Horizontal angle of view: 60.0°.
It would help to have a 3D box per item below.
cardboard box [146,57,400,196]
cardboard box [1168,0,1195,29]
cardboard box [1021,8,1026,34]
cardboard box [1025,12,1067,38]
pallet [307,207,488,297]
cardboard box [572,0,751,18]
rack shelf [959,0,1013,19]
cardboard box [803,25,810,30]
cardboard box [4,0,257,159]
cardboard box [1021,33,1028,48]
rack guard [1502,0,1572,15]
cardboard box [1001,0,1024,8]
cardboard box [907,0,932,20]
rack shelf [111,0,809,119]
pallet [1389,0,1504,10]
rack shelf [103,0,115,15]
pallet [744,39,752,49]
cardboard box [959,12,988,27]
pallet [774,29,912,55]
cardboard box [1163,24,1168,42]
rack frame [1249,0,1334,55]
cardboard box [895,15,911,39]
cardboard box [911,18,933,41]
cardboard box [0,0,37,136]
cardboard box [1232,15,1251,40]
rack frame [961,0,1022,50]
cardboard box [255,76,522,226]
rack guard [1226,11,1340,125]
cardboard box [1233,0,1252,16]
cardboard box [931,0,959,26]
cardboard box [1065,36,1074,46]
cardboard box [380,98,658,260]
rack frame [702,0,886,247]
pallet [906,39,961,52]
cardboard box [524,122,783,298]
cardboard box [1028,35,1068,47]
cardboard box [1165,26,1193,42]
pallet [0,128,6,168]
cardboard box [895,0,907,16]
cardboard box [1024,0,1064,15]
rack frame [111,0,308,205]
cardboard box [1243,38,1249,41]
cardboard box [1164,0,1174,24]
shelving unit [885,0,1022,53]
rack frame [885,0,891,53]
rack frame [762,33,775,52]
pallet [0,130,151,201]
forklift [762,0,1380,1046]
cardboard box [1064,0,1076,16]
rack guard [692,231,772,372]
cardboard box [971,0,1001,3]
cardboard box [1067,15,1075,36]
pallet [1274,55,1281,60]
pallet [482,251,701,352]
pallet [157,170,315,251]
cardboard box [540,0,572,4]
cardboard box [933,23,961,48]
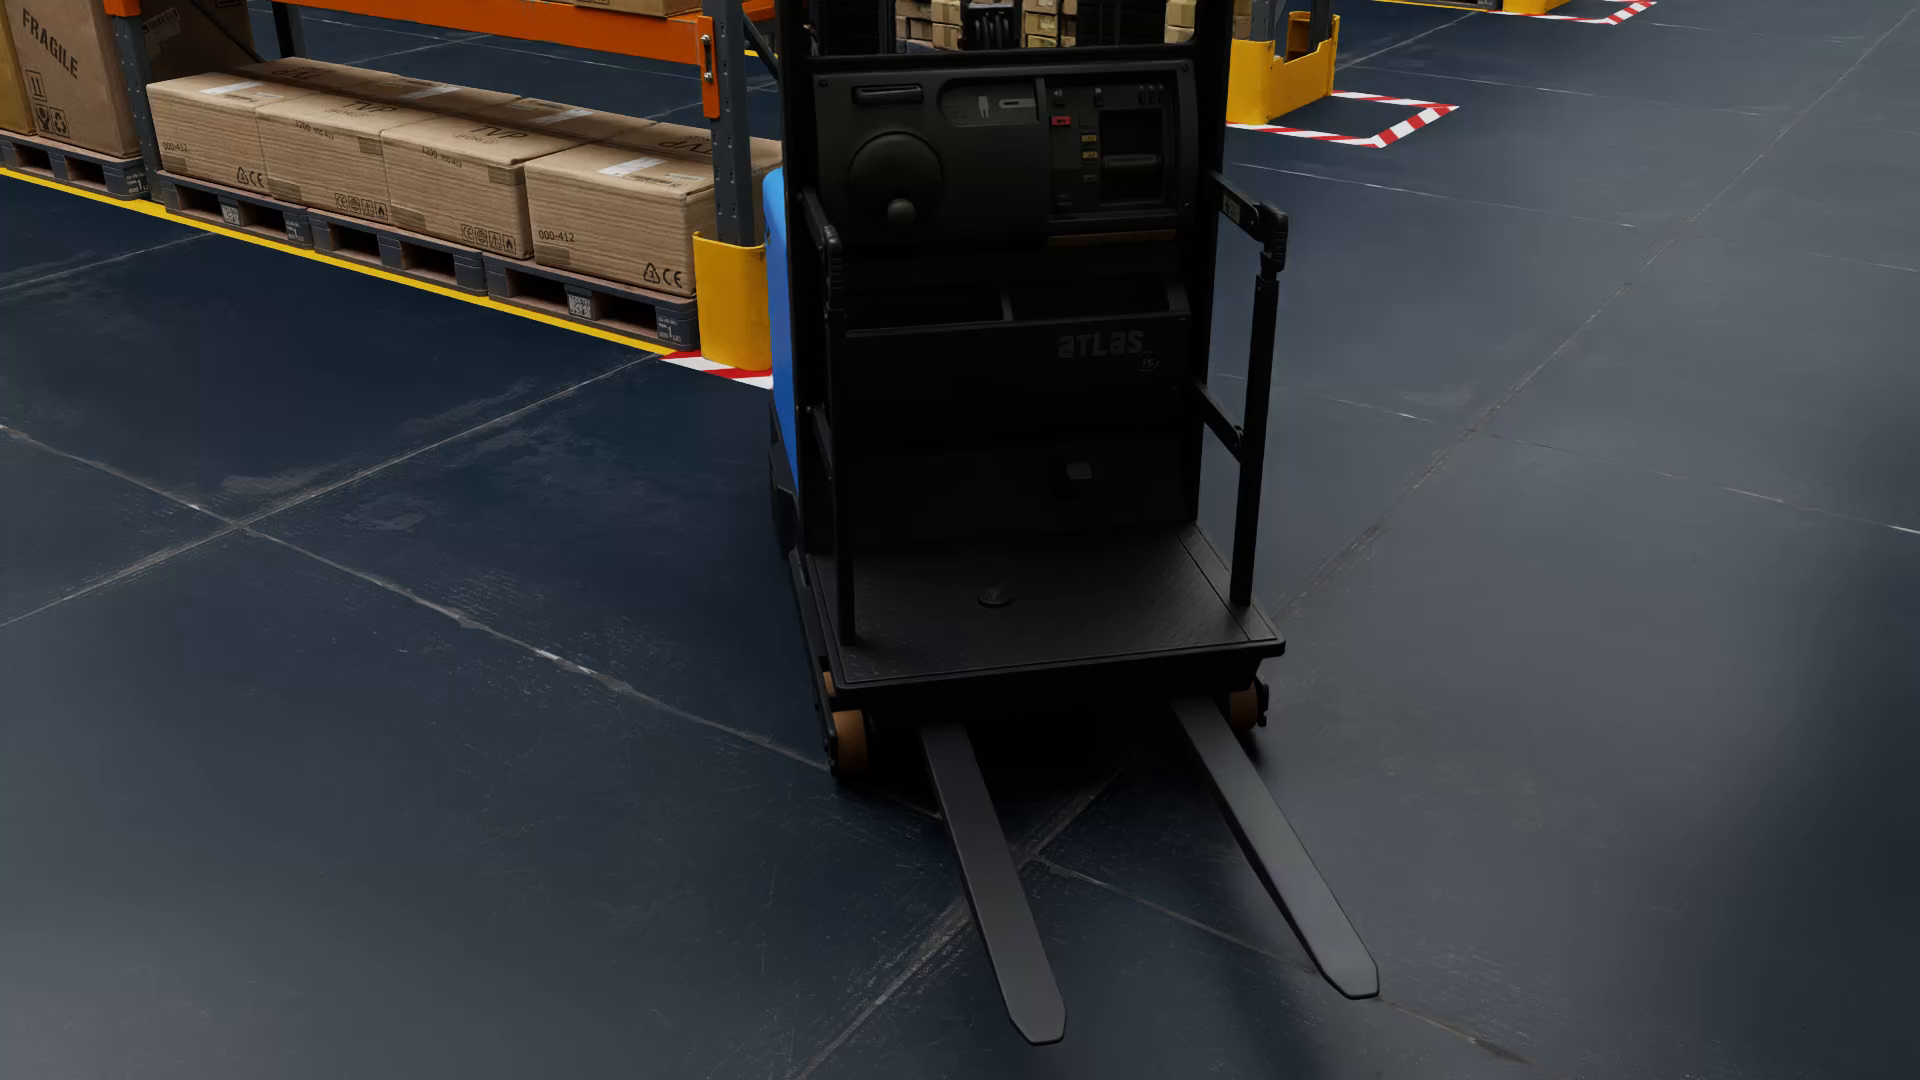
[{"bbox_3d":[-3.458,-2.129,8.488,0.875,0.438,0.875,17,31,30],"label":"cardboard box"},{"bbox_3d":[1.522,-3.357,10.564,0.250,0.149,0.380,18,32,31],"label":"cardboard box"},{"bbox_3d":[0.441,-3.546,11.263,0.250,0.149,0.380,19,33,33],"label":"cardboard box"},{"bbox_3d":[0.642,-3.473,11.120,0.250,0.149,0.380,18,32,31],"label":"cardboard box"},{"bbox_3d":[-2.322,-1.504,7.974,1.213,0.211,1.003,17,32,30],"label":"pallet"},{"bbox_3d":[-1.165,-2.327,6.405,0.500,0.500,0.500,18,32,31],"label":"cardboard box"},{"bbox_3d":[-0.111,-1.986,5.324,0.480,0.518,0.431,14,30,25],"label":"rack shelf"},{"bbox_3d":[-1.077,-3.864,12.216,0.250,0.149,0.380,16,31,28],"label":"cardboard box"},{"bbox_3d":[-4.471,-2.654,9.038,0.875,0.875,0.875,18,32,32],"label":"cardboard box"},{"bbox_3d":[0.441,-3.415,11.332,0.250,0.149,0.380,18,32,31],"label":"cardboard box"},{"bbox_3d":[5.013,-4.842,14.214,0.348,0.500,1.175,17,32,30],"label":"rack guard"},{"bbox_3d":[0.477,-3.710,11.256,0.250,0.149,0.380,16,31,29],"label":"cardboard box"},{"bbox_3d":[-0.163,-3.767,11.698,0.250,0.149,0.380,19,33,33],"label":"cardboard box"},{"bbox_3d":[-2.266,-2.451,7.551,4.000,0.370,1.077,17,32,30],"label":"rack shelf"},{"bbox_3d":[4.290,-4.896,14.638,1.213,0.211,1.003,17,32,30],"label":"pallet"},{"bbox_3d":[-5.563,-3.478,9.570,4.000,0.370,1.077,17,32,30],"label":"rack shelf"},{"bbox_3d":[-1.838,-4.118,13.109,1.213,0.211,1.003,17,32,30],"label":"pallet"},{"bbox_3d":[0.198,-3.606,11.381,0.250,0.149,0.380,18,32,31],"label":"cardboard box"},{"bbox_3d":[-0.621,-3.759,12.404,1.213,0.211,1.003,17,32,30],"label":"pallet"},{"bbox_3d":[1.320,-3.299,10.778,0.250,0.149,0.380,16,31,29],"label":"cardboard box"},{"bbox_3d":[2.102,-4.134,10.066,0.127,3.000,1.000,17,32,30],"label":"rack frame"},{"bbox_3d":[-0.386,-3.705,11.903,0.250,0.149,0.380,17,31,29],"label":"cardboard box"},{"bbox_3d":[-0.144,-3.649,11.793,0.250,0.149,0.380,16,31,28],"label":"cardboard box"},{"bbox_3d":[-5.220,-2.883,9.488,0.875,0.875,0.875,18,32,32],"label":"cardboard box"},{"bbox_3d":[1.816,-3.414,11.003,0.250,0.149,0.380,19,32,32],"label":"cardboard box"},{"bbox_3d":[0.104,-1.323,5.534,0.015,2.100,0.400,14,30,25],"label":"rack frame"},{"bbox_3d":[-2.719,-1.899,8.036,0.875,0.438,0.875,16,31,29],"label":"cardboard box"},{"bbox_3d":[2.039,-3.040,10.672,0.348,0.500,1.175,17,32,30],"label":"rack guard"},{"bbox_3d":[1.863,-3.577,10.997,0.250,0.149,0.380,16,31,28],"label":"cardboard box"},{"bbox_3d":[0.010,-3.679,11.524,0.250,0.149,0.380,17,32,30],"label":"cardboard box"},{"bbox_3d":[0.901,-3.295,11.097,0.250,0.149,0.380,18,32,31],"label":"cardboard box"},{"bbox_3d":[-1.977,-1.667,7.580,0.875,0.438,0.875,18,32,32],"label":"cardboard box"},{"bbox_3d":[-0.617,-2.258,6.379,0.127,3.000,1.000,17,32,30],"label":"rack frame"},{"bbox_3d":[0.388,-3.446,11.789,1.213,0.211,1.003,17,32,30],"label":"pallet"},{"bbox_3d":[-1.218,-1.435,7.124,0.875,0.438,0.875,16,31,29],"label":"cardboard box"},{"bbox_3d":[0.655,-3.337,11.180,0.250,0.149,0.380,16,31,28],"label":"cardboard box"},{"bbox_3d":[1.505,-3.212,10.607,0.250,0.149,0.380,16,31,29],"label":"cardboard box"},{"bbox_3d":[-5.603,-2.525,9.979,1.213,0.211,1.003,17,32,30],"label":"pallet"},{"bbox_3d":[-0.376,-3.847,11.854,0.250,0.149,0.380,16,31,28],"label":"cardboard box"},{"bbox_3d":[0.632,-3.600,11.042,0.250,0.149,0.380,19,32,32],"label":"cardboard box"},{"bbox_3d":[-3.914,-3.285,8.397,0.127,3.000,1.000,17,32,30],"label":"rack frame"},{"bbox_3d":[1.851,-3.305,11.117,0.250,0.149,0.380,18,32,31],"label":"cardboard box"},{"bbox_3d":[1.348,-3.443,10.733,0.250,0.149,0.380,18,32,31],"label":"cardboard box"},{"bbox_3d":[-0.111,-1.374,5.636,0.503,2.100,0.431,14,30,25],"label":"shelving unit"},{"bbox_3d":[-0.327,-1.426,5.737,0.015,2.100,0.400,14,30,25],"label":"rack frame"},{"bbox_3d":[-1.195,-5.161,12.085,0.127,3.000,1.000,17,32,30],"label":"rack frame"},{"bbox_3d":[-4.593,-2.212,9.364,1.213,0.211,1.003,17,32,30],"label":"pallet"},{"bbox_3d":[0.161,-0.906,3.799,1.130,2.935,3.031,-5,27,-10],"label":"forklift"},{"bbox_3d":[0.885,-3.552,10.947,0.250,0.149,0.380,16,31,28],"label":"cardboard box"},{"bbox_3d":[-0.597,-1.137,6.934,0.348,0.500,1.175,17,32,30],"label":"rack guard"},{"bbox_3d":[0.245,-3.766,11.368,0.250,0.149,0.380,17,32,31],"label":"cardboard box"},{"bbox_3d":[0.913,-3.452,11.079,0.250,0.149,0.380,17,31,30],"label":"cardboard box"},{"bbox_3d":[1.390,-3.133,11.173,1.213,0.211,1.003,17,32,30],"label":"pallet"},{"bbox_3d":[-1.321,-1.191,7.357,1.213,0.211,1.003,17,32,30],"label":"pallet"},{"bbox_3d":[-3.332,-1.817,8.589,1.213,0.211,1.003,17,32,30],"label":"pallet"},{"bbox_3d":[-1.570,-2.462,6.670,0.500,0.500,0.500,17,31,29],"label":"cardboard box"},{"bbox_3d":[0.016,-3.546,11.591,0.250,0.149,0.380,16,31,29],"label":"cardboard box"}]
